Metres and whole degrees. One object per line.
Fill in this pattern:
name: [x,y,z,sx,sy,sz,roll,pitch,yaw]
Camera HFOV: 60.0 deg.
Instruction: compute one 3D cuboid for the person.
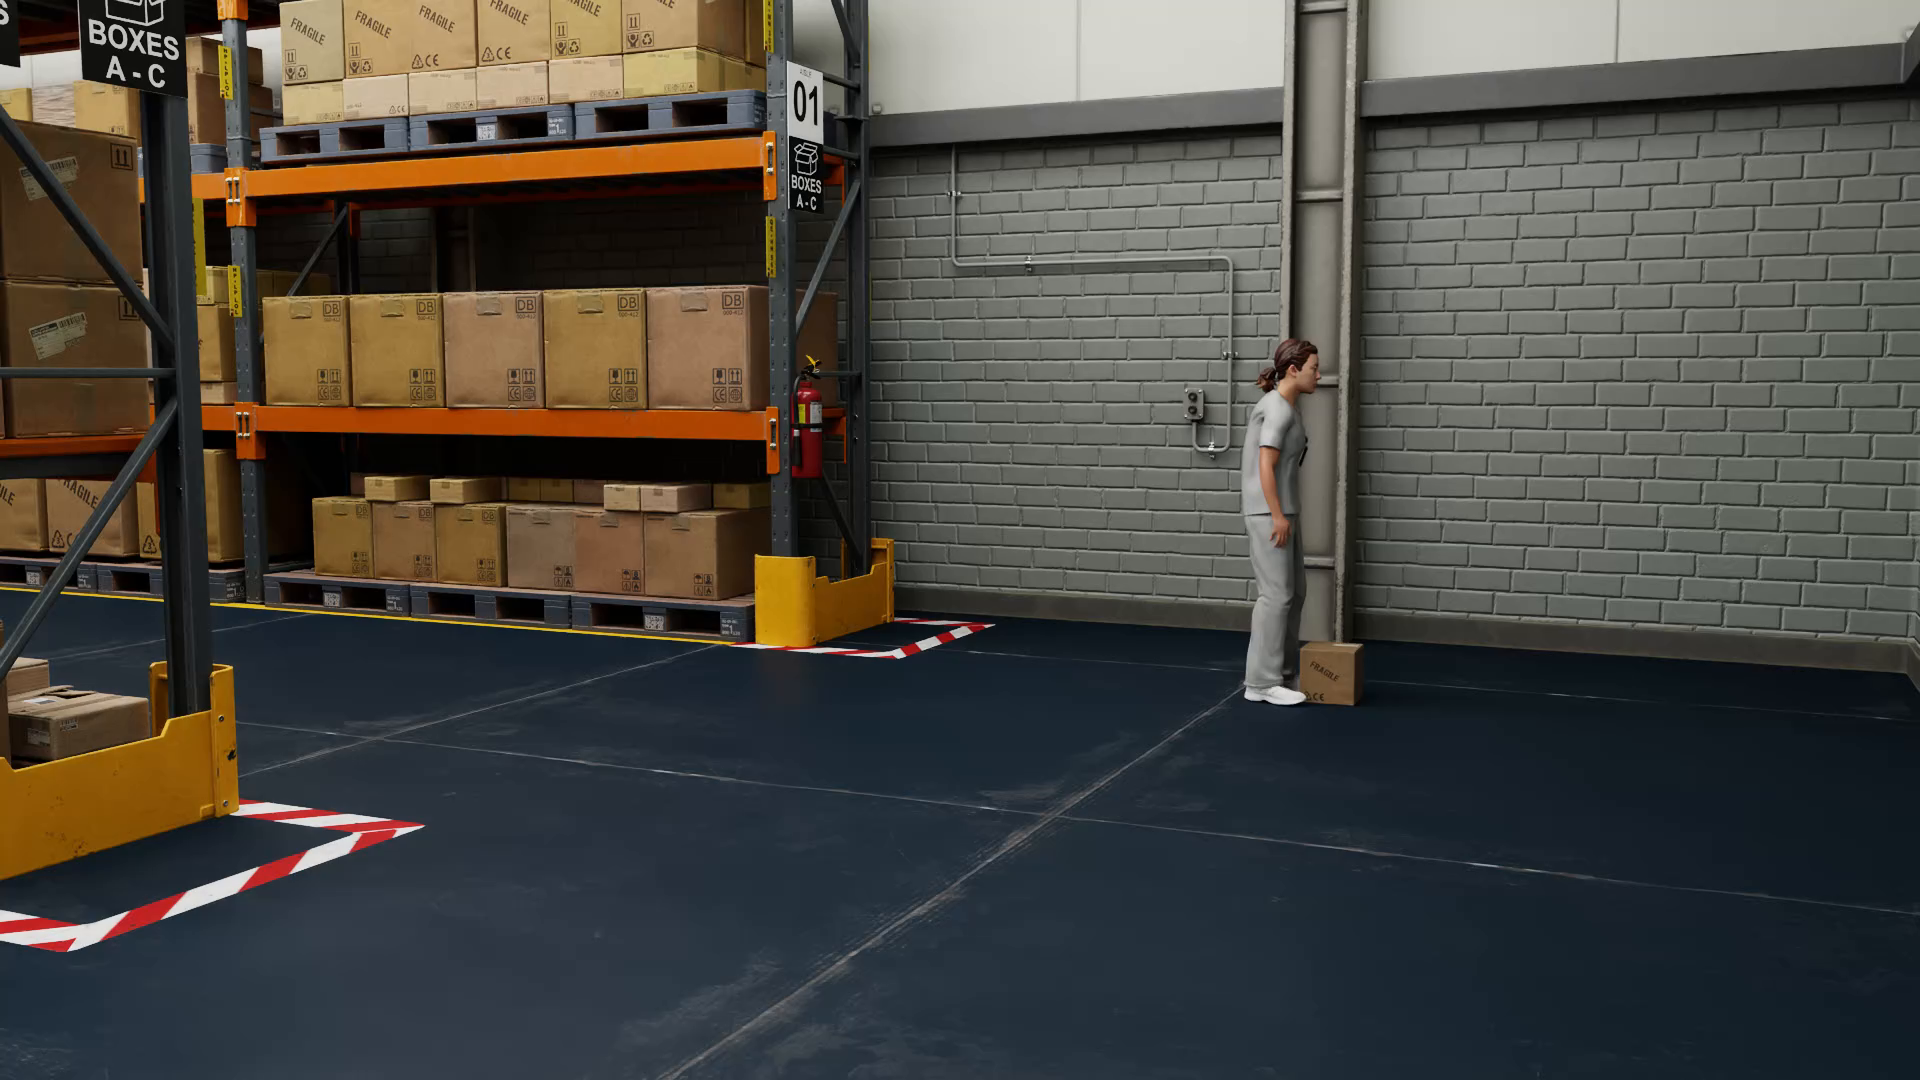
person: [1.497,-0.099,7.747,0.364,1.671,0.513,2,6,20]
